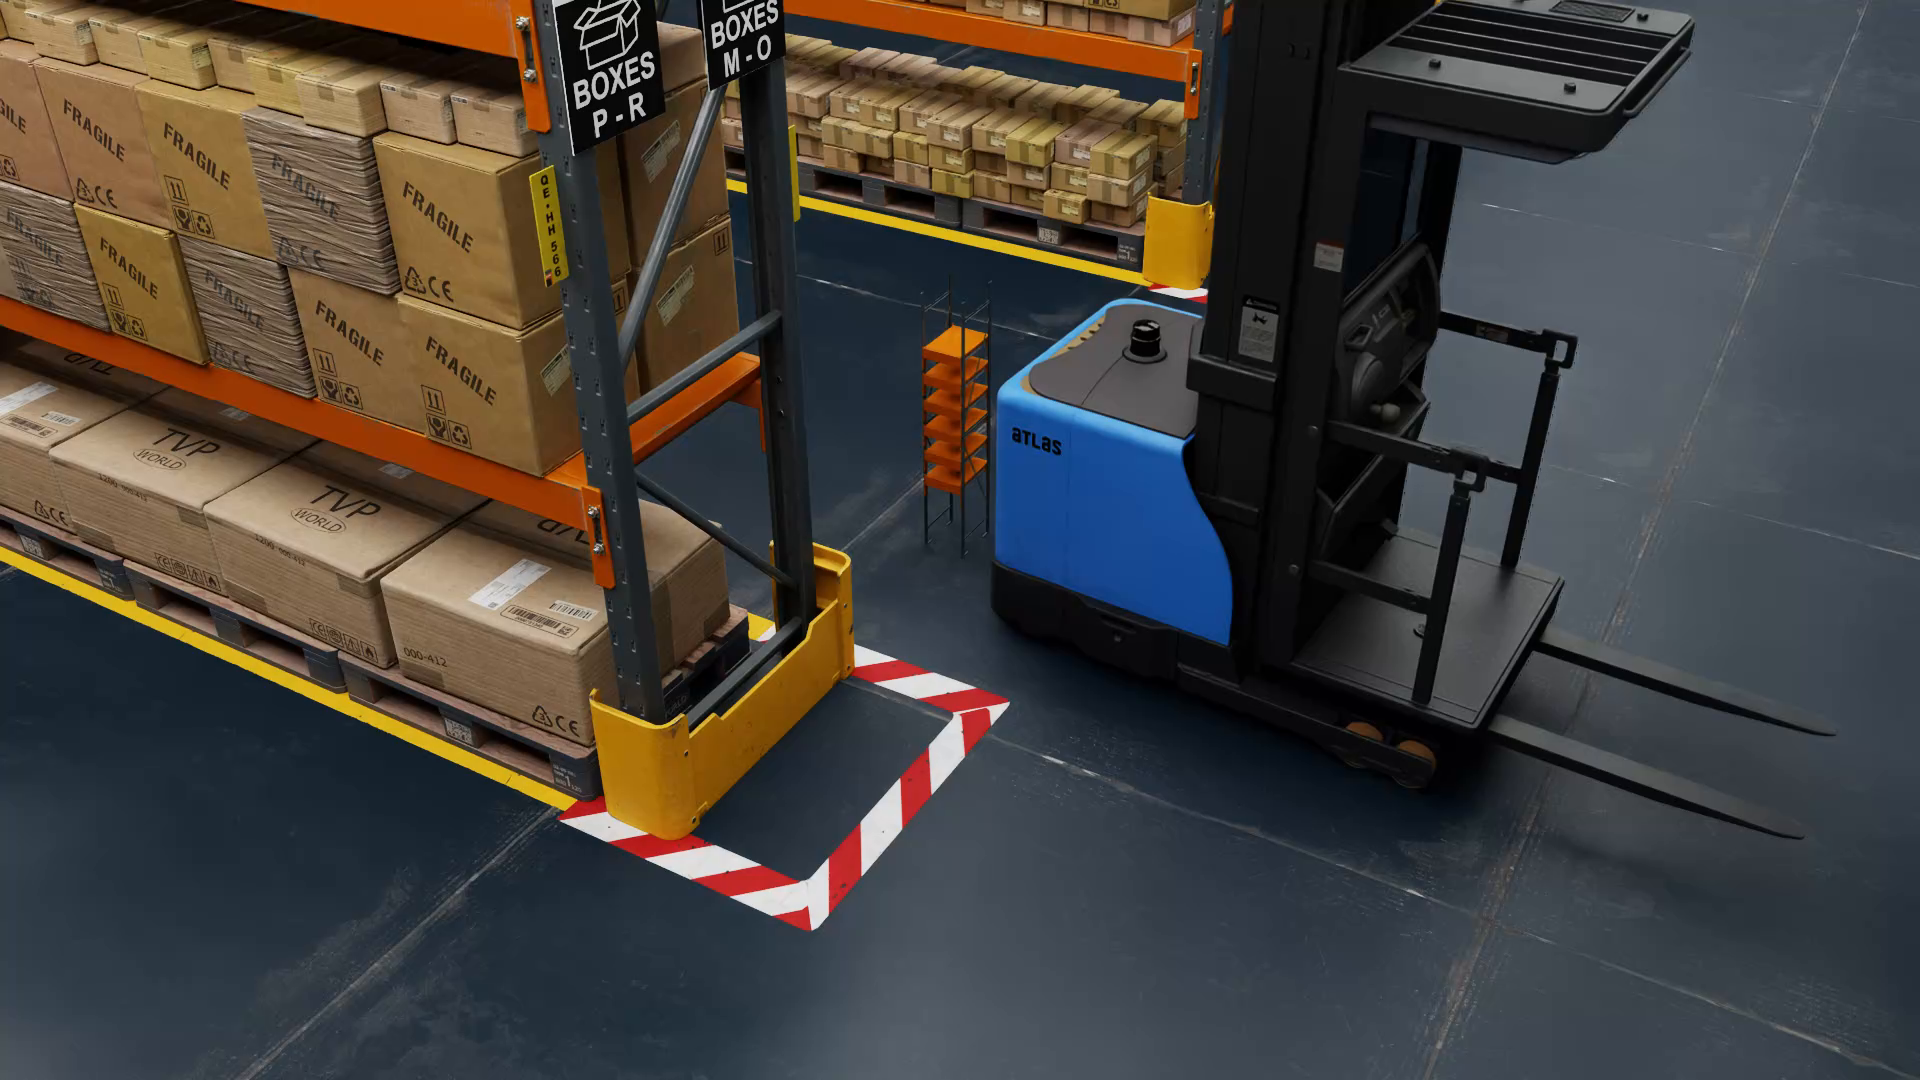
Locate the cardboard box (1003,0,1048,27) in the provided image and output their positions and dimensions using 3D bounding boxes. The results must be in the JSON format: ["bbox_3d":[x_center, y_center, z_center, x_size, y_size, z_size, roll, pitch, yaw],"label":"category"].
[{"bbox_3d":[0.443,-3.005,9.283,0.250,0.149,0.380,19,38,26],"label":"cardboard box"}]

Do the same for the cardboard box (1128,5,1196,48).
[{"bbox_3d":[1.099,-2.798,8.972,0.250,0.149,0.380,18,38,24],"label":"cardboard box"}]

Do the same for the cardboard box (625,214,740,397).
[{"bbox_3d":[-1.120,-0.851,5.731,0.500,0.500,0.500,17,37,24],"label":"cardboard box"}]

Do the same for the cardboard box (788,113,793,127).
[{"bbox_3d":[-1.068,-2.756,10.607,0.250,0.149,0.380,16,37,22],"label":"cardboard box"}]

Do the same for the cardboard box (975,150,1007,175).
[{"bbox_3d":[0.288,-2.334,9.974,0.250,0.149,0.380,17,37,24],"label":"cardboard box"}]

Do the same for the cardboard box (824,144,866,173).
[{"bbox_3d":[-0.647,-2.445,10.409,0.250,0.149,0.380,17,37,23],"label":"cardboard box"}]

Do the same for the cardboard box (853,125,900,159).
[{"bbox_3d":[-0.452,-2.489,10.206,0.250,0.149,0.380,18,38,25],"label":"cardboard box"}]

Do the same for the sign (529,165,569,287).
[{"bbox_3d":[-1.127,-0.862,4.580,0.005,0.325,0.100,18,37,24],"label":"sign"}]

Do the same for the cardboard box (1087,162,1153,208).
[{"bbox_3d":[0.922,-2.069,9.575,0.250,0.149,0.380,17,37,23],"label":"cardboard box"}]

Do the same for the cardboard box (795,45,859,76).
[{"bbox_3d":[-0.865,-3.087,10.836,0.250,0.149,0.380,19,38,26],"label":"cardboard box"}]

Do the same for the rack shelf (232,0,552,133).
[{"bbox_3d":[-2.583,-2.038,5.547,4.000,0.370,1.077,18,37,24],"label":"rack shelf"}]

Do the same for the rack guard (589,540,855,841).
[{"bbox_3d":[-0.825,0.508,6.036,0.348,0.500,1.175,18,37,24],"label":"rack guard"}]

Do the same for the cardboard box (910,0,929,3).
[{"bbox_3d":[-0.214,-3.260,9.665,0.250,0.149,0.380,18,38,25],"label":"cardboard box"}]

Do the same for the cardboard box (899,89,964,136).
[{"bbox_3d":[-0.169,-2.590,10.089,0.250,0.149,0.380,16,37,23],"label":"cardboard box"}]

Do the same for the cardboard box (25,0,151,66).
[{"bbox_3d":[-2.861,-1.727,5.560,0.250,0.149,0.380,18,38,25],"label":"cardboard box"}]

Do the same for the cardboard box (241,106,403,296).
[{"bbox_3d":[-1.851,-1.144,5.270,0.500,0.500,0.500,18,38,25],"label":"cardboard box"}]

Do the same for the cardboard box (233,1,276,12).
[{"bbox_3d":[-2.342,-1.944,5.886,0.250,0.149,0.380,17,37,23],"label":"cardboard box"}]

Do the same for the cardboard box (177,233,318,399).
[{"bbox_3d":[-2.276,-0.868,5.757,0.500,0.500,0.500,19,38,26],"label":"cardboard box"}]

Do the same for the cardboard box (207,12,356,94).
[{"bbox_3d":[-2.145,-1.553,5.298,0.250,0.149,0.380,17,37,24],"label":"cardboard box"}]

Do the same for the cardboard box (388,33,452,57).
[{"bbox_3d":[-1.686,-1.726,5.558,0.250,0.149,0.380,16,37,23],"label":"cardboard box"}]

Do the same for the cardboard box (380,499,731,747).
[{"bbox_3d":[-1.469,0.219,6.147,0.875,0.438,0.875,16,37,23],"label":"cardboard box"}]

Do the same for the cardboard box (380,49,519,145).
[{"bbox_3d":[-1.489,-1.327,4.959,0.250,0.149,0.380,18,38,25],"label":"cardboard box"}]

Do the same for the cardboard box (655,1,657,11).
[{"bbox_3d":[-2.461,-3.514,11.697,0.500,0.500,0.500,19,38,26],"label":"cardboard box"}]

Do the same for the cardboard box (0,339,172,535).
[{"bbox_3d":[-3.827,-0.523,7.262,0.875,0.438,0.875,17,37,24],"label":"cardboard box"}]

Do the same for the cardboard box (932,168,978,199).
[{"bbox_3d":[0.028,-2.219,10.069,0.250,0.149,0.380,16,37,22],"label":"cardboard box"}]

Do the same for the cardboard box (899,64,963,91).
[{"bbox_3d":[-0.182,-2.868,10.507,0.250,0.149,0.380,18,38,25],"label":"cardboard box"}]

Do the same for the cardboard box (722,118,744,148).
[{"bbox_3d":[-1.321,-2.666,10.740,0.250,0.149,0.380,17,37,24],"label":"cardboard box"}]

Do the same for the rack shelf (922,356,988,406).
[{"bbox_3d":[-0.013,-0.666,6.815,0.180,0.103,0.258,18,37,24],"label":"rack shelf"}]

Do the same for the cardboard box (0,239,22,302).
[{"bbox_3d":[-3.607,-1.285,6.384,0.500,0.500,0.500,18,38,25],"label":"cardboard box"}]

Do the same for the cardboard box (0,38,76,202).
[{"bbox_3d":[-3.151,-1.561,5.896,0.500,0.500,0.500,18,38,25],"label":"cardboard box"}]

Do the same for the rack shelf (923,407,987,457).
[{"bbox_3d":[-0.013,-0.466,6.948,0.180,0.103,0.258,18,37,24],"label":"rack shelf"}]

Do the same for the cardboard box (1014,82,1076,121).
[{"bbox_3d":[0.525,-2.669,10.209,0.250,0.149,0.380,16,37,22],"label":"cardboard box"}]

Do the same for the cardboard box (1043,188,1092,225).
[{"bbox_3d":[0.688,-2.003,9.745,0.250,0.149,0.380,19,38,26],"label":"cardboard box"}]

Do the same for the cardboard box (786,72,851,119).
[{"bbox_3d":[-0.882,-2.770,10.360,0.250,0.149,0.380,18,38,25],"label":"cardboard box"}]

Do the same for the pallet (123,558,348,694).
[{"bbox_3d":[-2.634,0.103,6.904,1.213,0.211,1.003,18,37,24],"label":"pallet"}]

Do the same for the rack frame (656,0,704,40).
[{"bbox_3d":[-1.951,-4.049,10.624,0.127,3.000,1.000,18,37,24],"label":"rack frame"}]

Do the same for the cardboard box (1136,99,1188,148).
[{"bbox_3d":[1.236,-2.492,9.943,0.250,0.149,0.380,16,37,22],"label":"cardboard box"}]

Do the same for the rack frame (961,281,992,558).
[{"bbox_3d":[0.067,-0.478,6.886,0.006,1.200,0.240,18,37,24],"label":"rack frame"}]

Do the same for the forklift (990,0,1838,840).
[{"bbox_3d":[1.641,-0.673,5.617,3.031,2.935,1.130,20,38,27],"label":"forklift"}]

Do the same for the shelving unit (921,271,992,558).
[{"bbox_3d":[-0.013,-0.503,6.923,0.189,1.200,0.258,18,37,24],"label":"shelving unit"}]

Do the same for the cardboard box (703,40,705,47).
[{"bbox_3d":[-1.513,-3.312,11.174,0.250,0.149,0.380,19,38,26],"label":"cardboard box"}]

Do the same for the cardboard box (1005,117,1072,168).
[{"bbox_3d":[0.459,-2.315,9.677,0.250,0.149,0.380,17,37,23],"label":"cardboard box"}]

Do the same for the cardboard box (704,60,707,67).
[{"bbox_3d":[-1.545,-2.986,10.684,0.250,0.149,0.380,20,38,27],"label":"cardboard box"}]

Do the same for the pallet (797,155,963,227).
[{"bbox_3d":[-0.287,-2.386,10.642,1.213,0.211,1.003,18,37,24],"label":"pallet"}]
